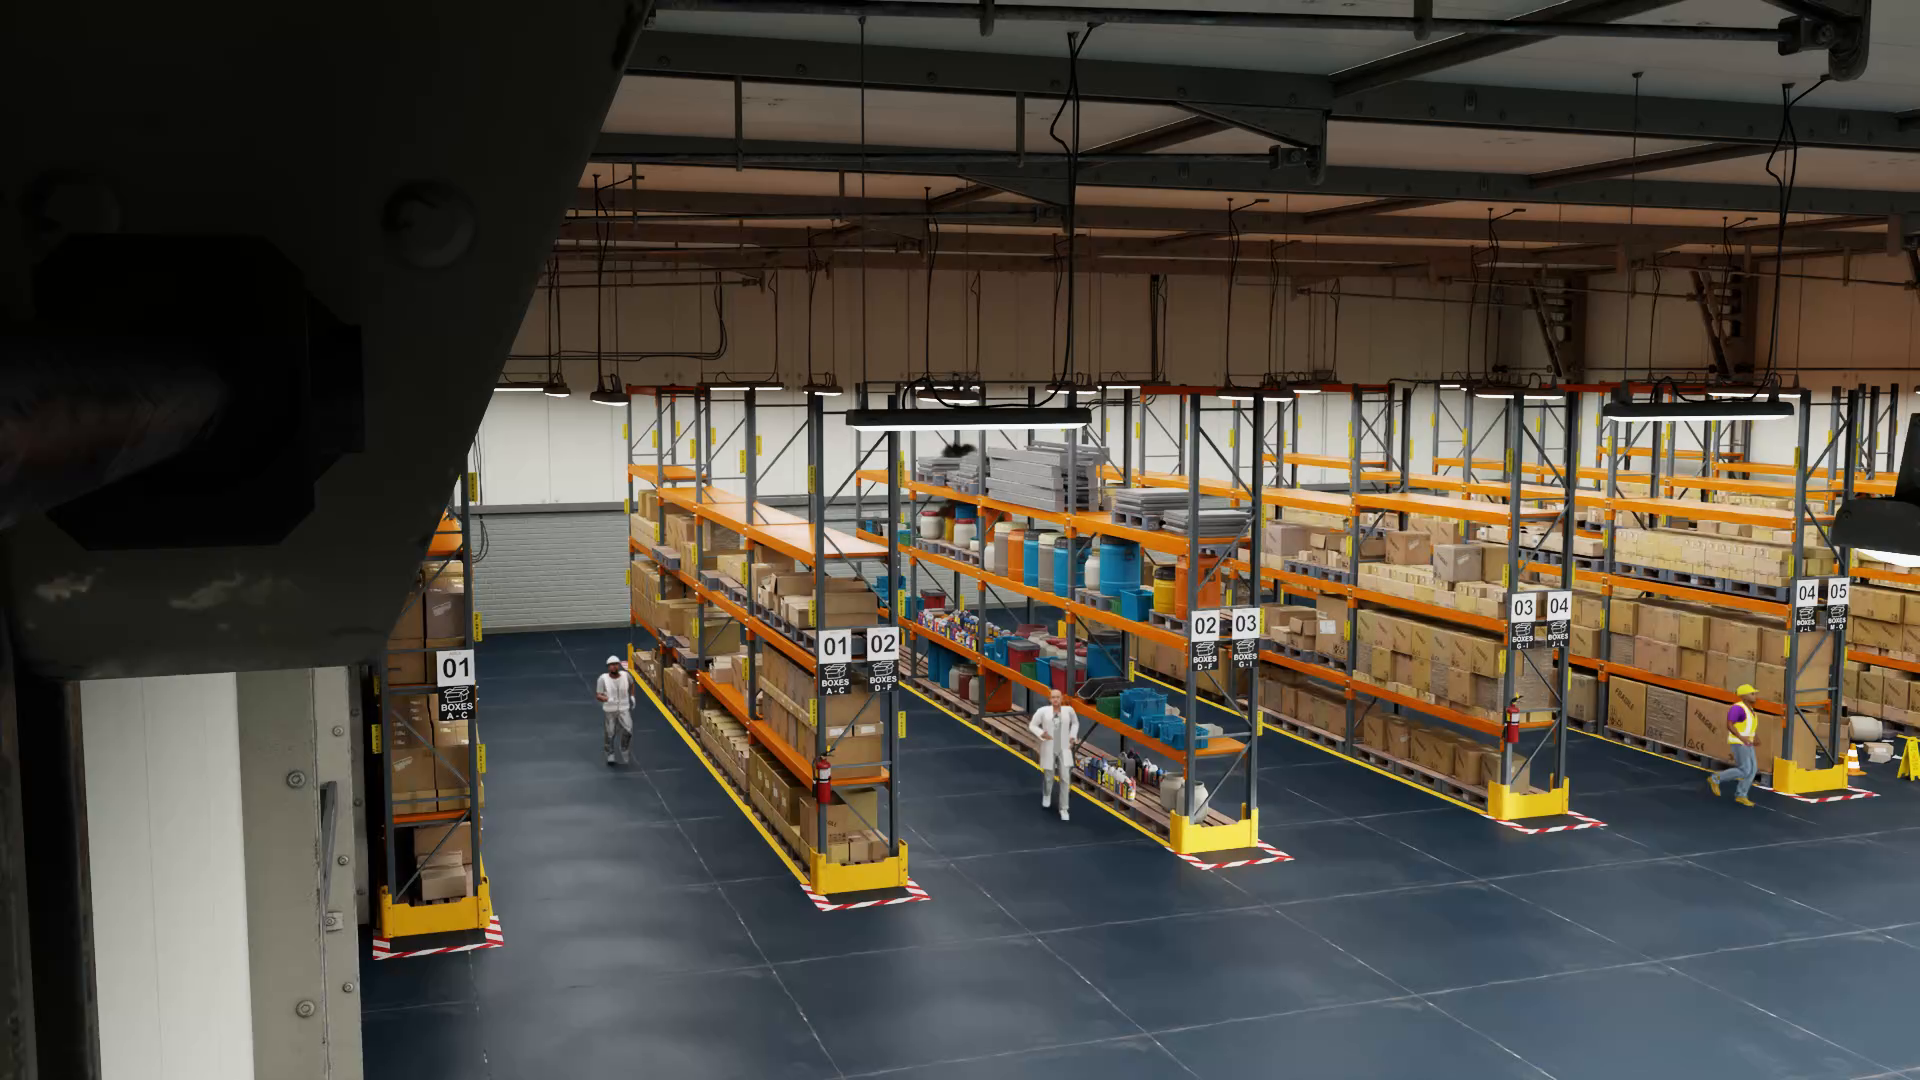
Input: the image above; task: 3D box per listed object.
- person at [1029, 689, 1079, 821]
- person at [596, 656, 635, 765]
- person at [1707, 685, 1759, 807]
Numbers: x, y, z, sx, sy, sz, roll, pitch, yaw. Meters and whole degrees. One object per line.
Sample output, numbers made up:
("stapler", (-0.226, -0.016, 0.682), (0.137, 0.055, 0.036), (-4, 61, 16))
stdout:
("person", (1.343, 3.007, 23.601), (0.732, 1.788, 0.928), (0, 6, -3))
("person", (-5.445, 2.713, 26.430), (0.655, 1.750, 0.731), (-2, 6, -22))
("person", (11.407, 2.972, 24.367), (0.672, 1.735, 0.732), (5, 8, 40))
